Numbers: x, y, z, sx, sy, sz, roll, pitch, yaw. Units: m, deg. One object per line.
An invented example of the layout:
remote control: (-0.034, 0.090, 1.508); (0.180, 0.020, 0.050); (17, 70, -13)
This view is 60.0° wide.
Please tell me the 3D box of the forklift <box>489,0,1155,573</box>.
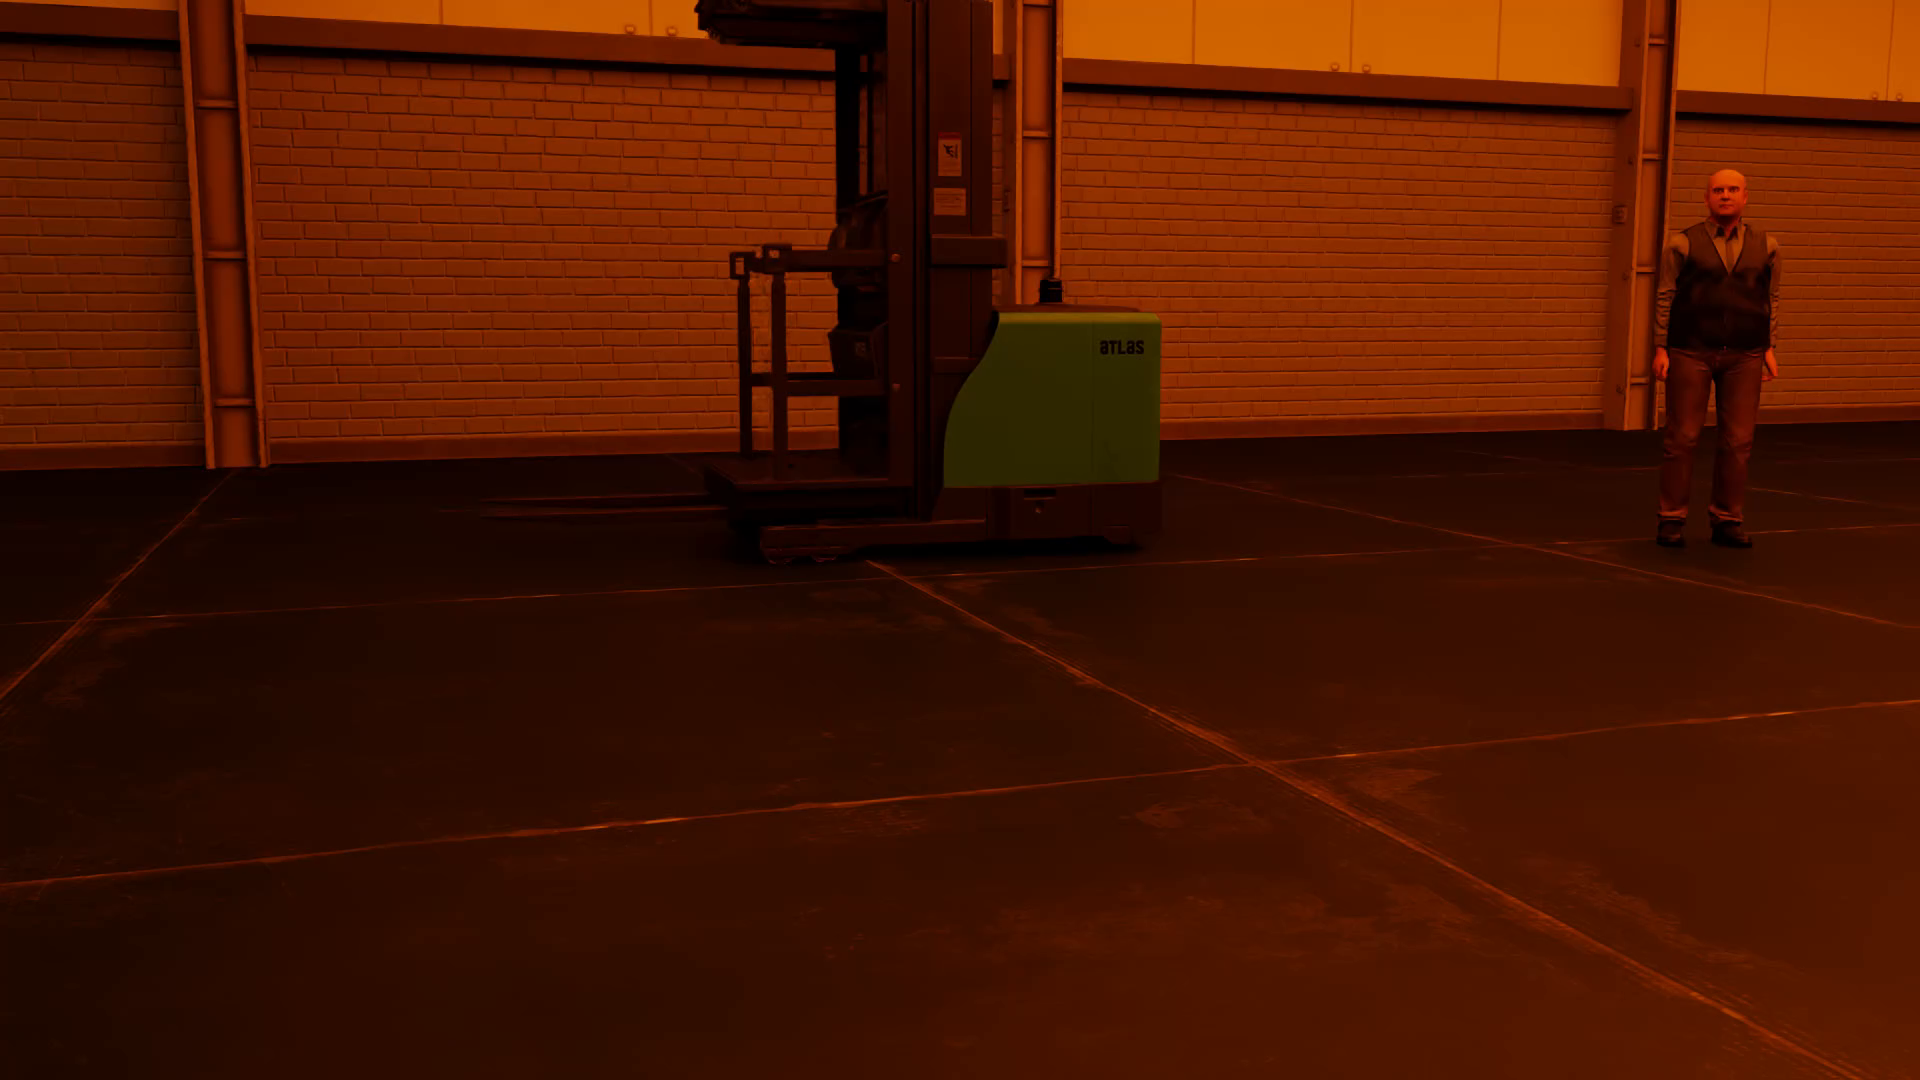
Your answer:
forklift: (-0.535, -1.395, 7.305); (3.031, 2.935, 1.130); (-6, 10, -38)

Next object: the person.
person: (3.505, -0.840, 7.709); (0.532, 1.725, 0.360); (1, 8, 11)
